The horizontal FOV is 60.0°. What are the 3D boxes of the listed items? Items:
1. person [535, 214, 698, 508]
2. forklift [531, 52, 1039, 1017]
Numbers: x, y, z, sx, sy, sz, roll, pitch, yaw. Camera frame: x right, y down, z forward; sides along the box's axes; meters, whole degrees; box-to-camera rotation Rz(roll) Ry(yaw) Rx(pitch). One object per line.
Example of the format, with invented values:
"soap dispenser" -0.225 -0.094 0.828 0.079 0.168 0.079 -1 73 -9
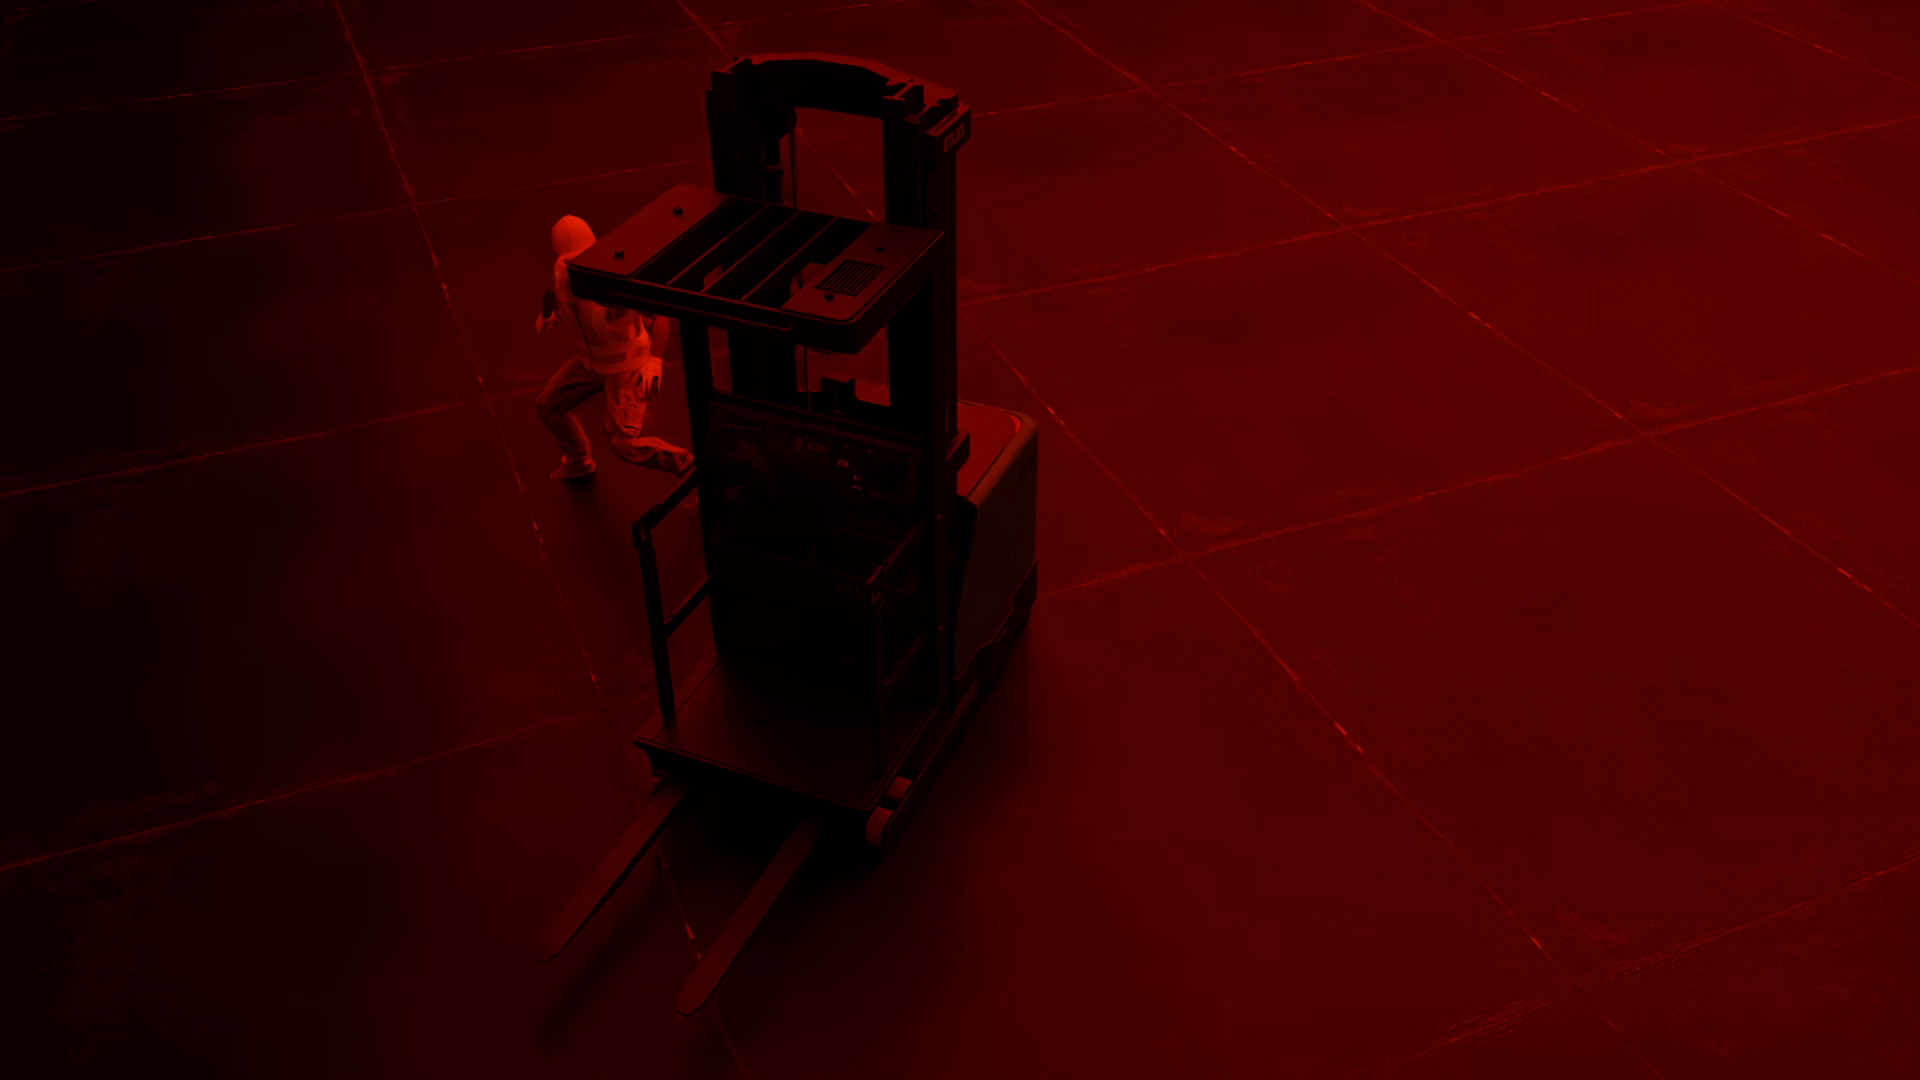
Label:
"person" -1.871 -0.933 8.592 1.209 1.665 0.505 28 44 34
"forklift" -0.670 -0.212 6.397 1.130 2.935 3.031 14 38 19
